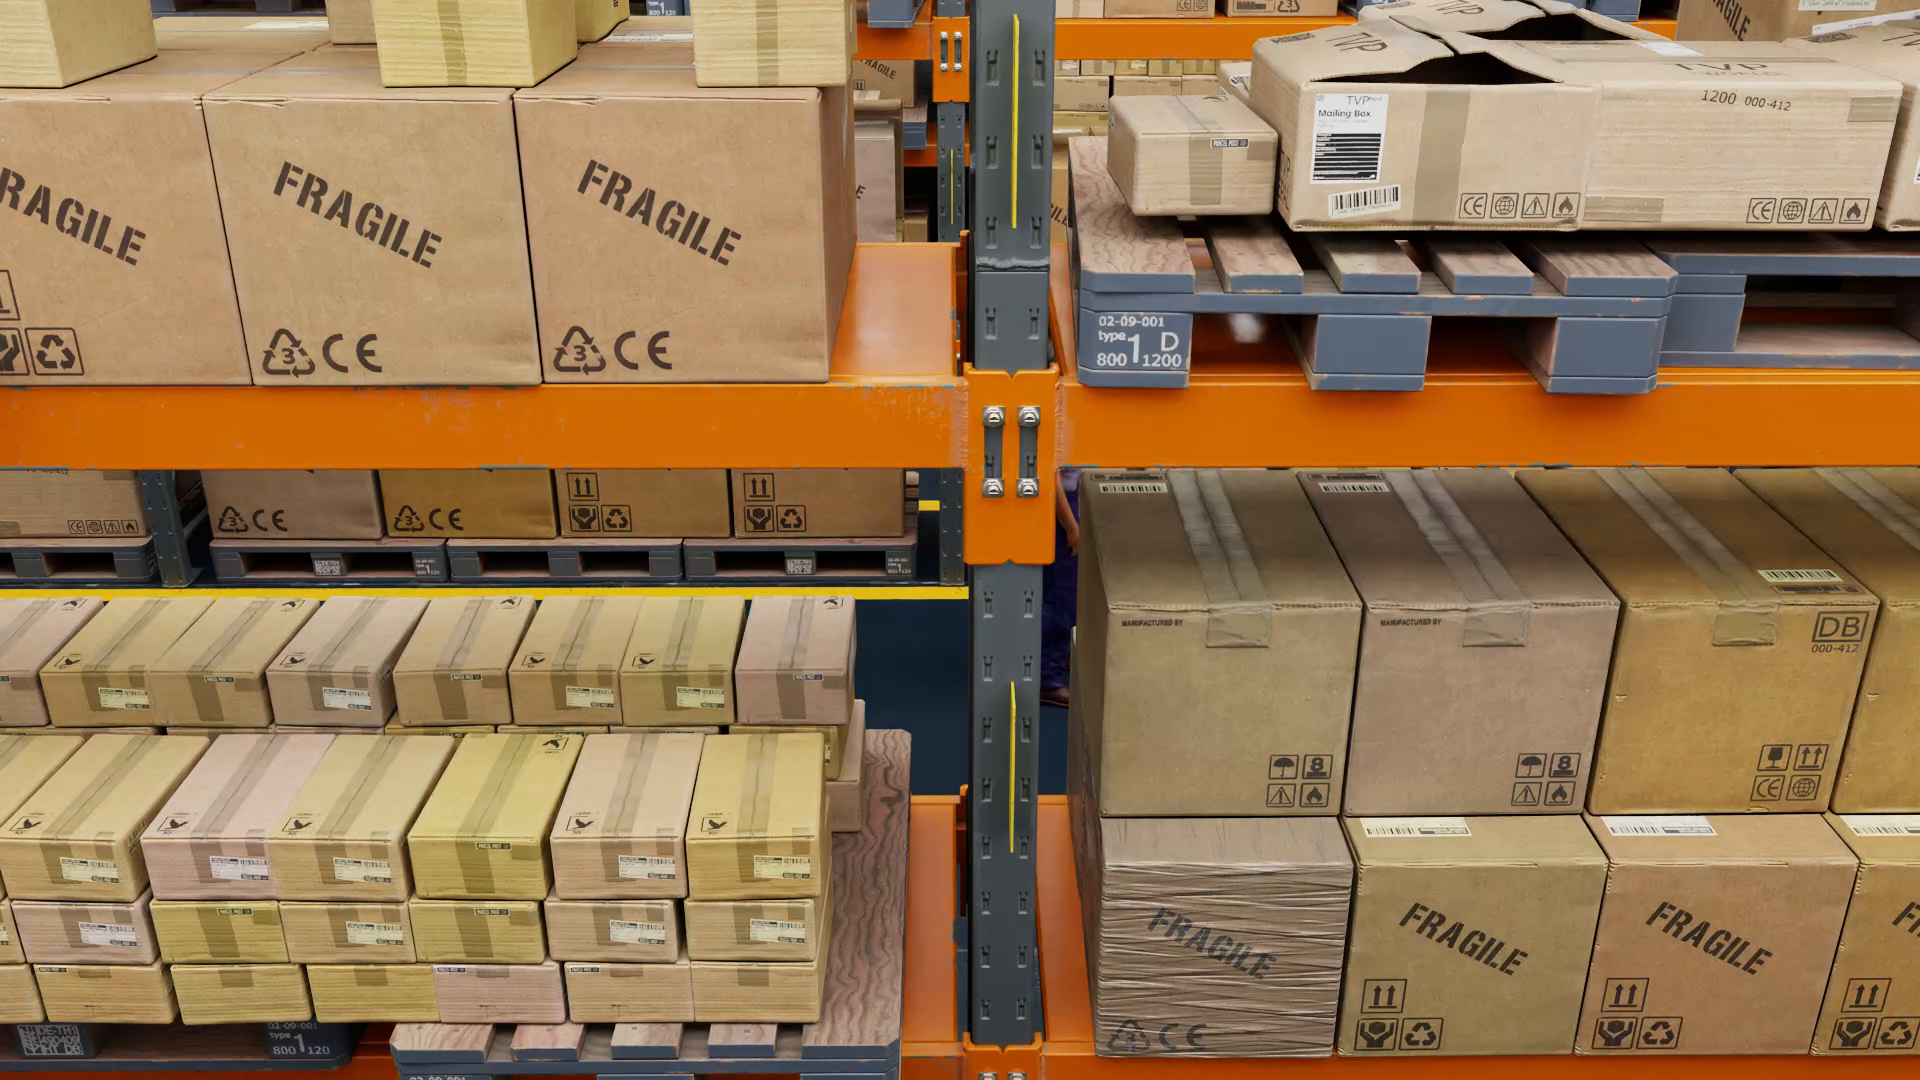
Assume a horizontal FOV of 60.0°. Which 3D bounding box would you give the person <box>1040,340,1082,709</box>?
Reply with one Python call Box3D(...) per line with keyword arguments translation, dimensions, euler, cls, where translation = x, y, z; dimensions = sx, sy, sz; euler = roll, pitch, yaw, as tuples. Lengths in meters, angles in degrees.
Box3D(translation=(0.405, -0.098, 7.328), dimensions=(0.368, 1.654, 0.532), euler=(-2, 24, -4), cls="person")
